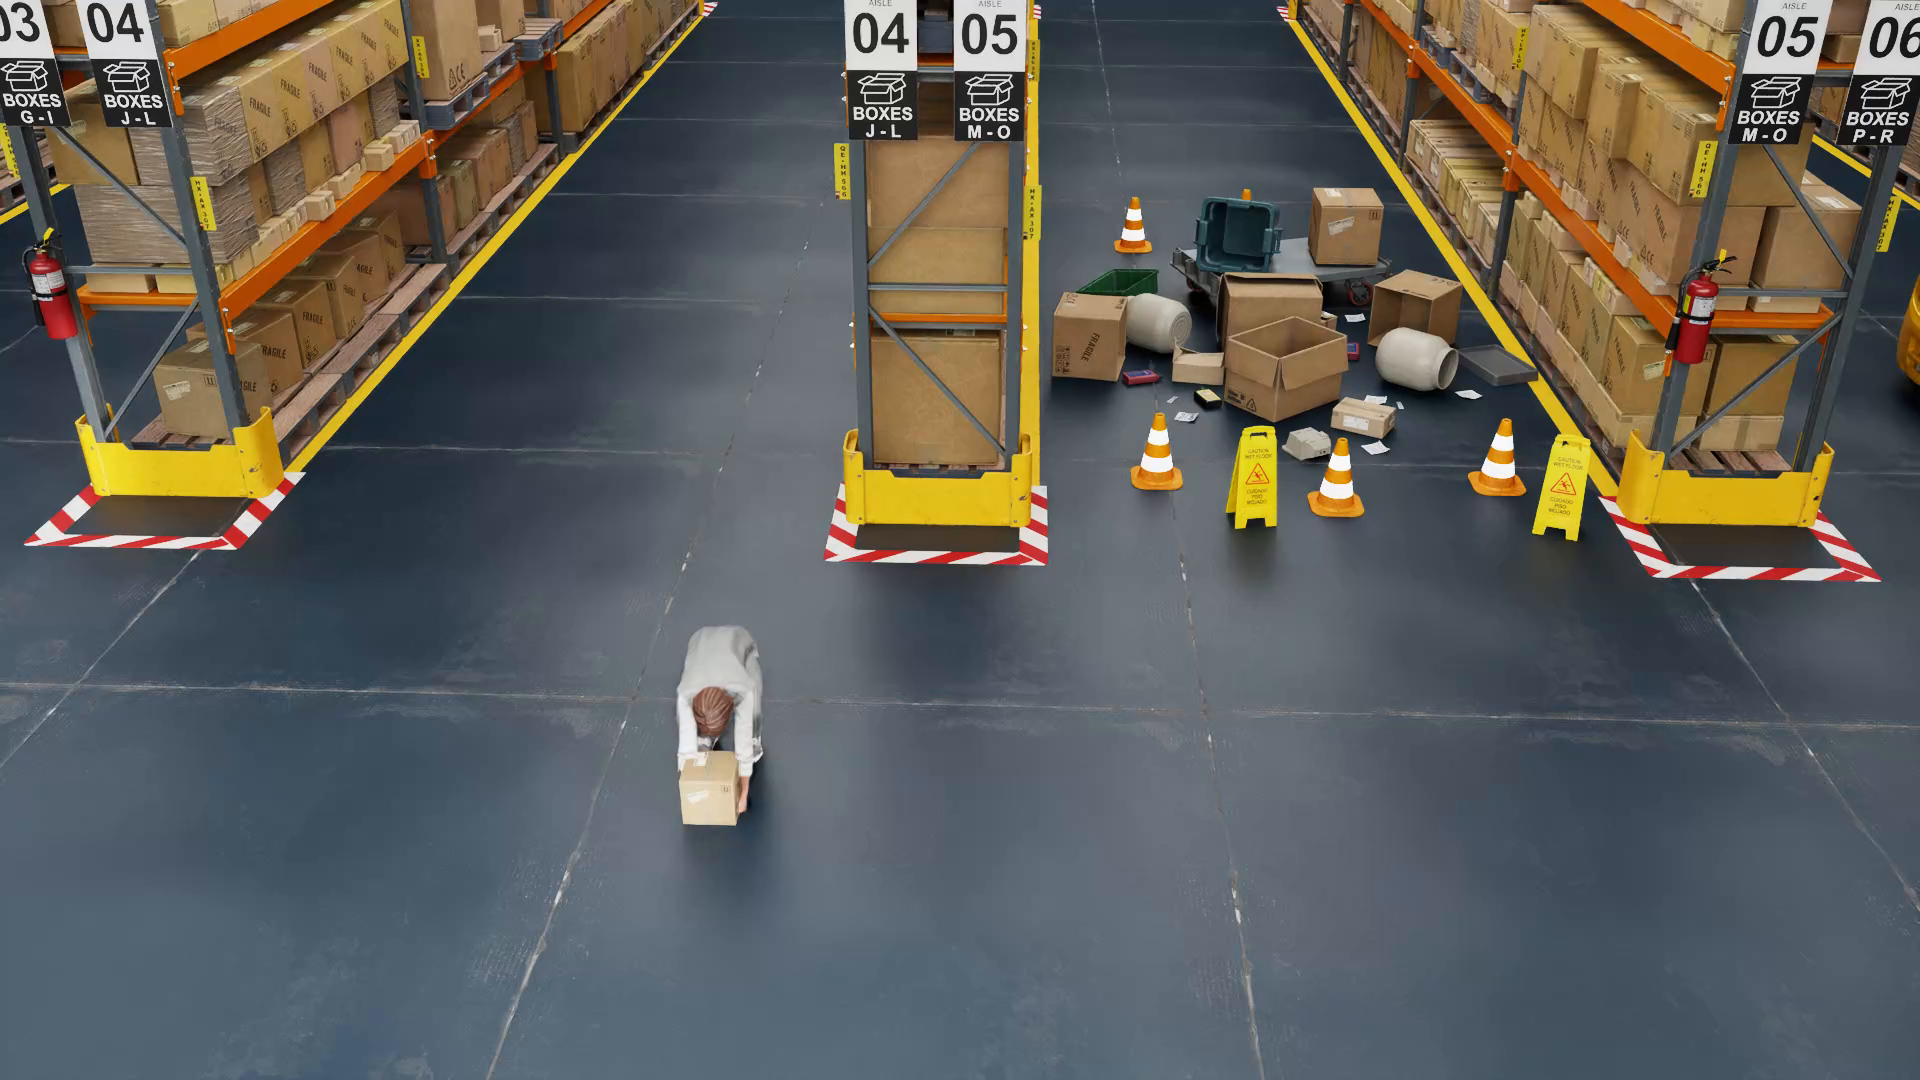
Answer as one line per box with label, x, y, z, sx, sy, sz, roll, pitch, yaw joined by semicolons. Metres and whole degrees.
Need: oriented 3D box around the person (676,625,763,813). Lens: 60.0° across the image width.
person;-1.163;0.838;8.066;0.421;0.715;0.869;0;28;1
